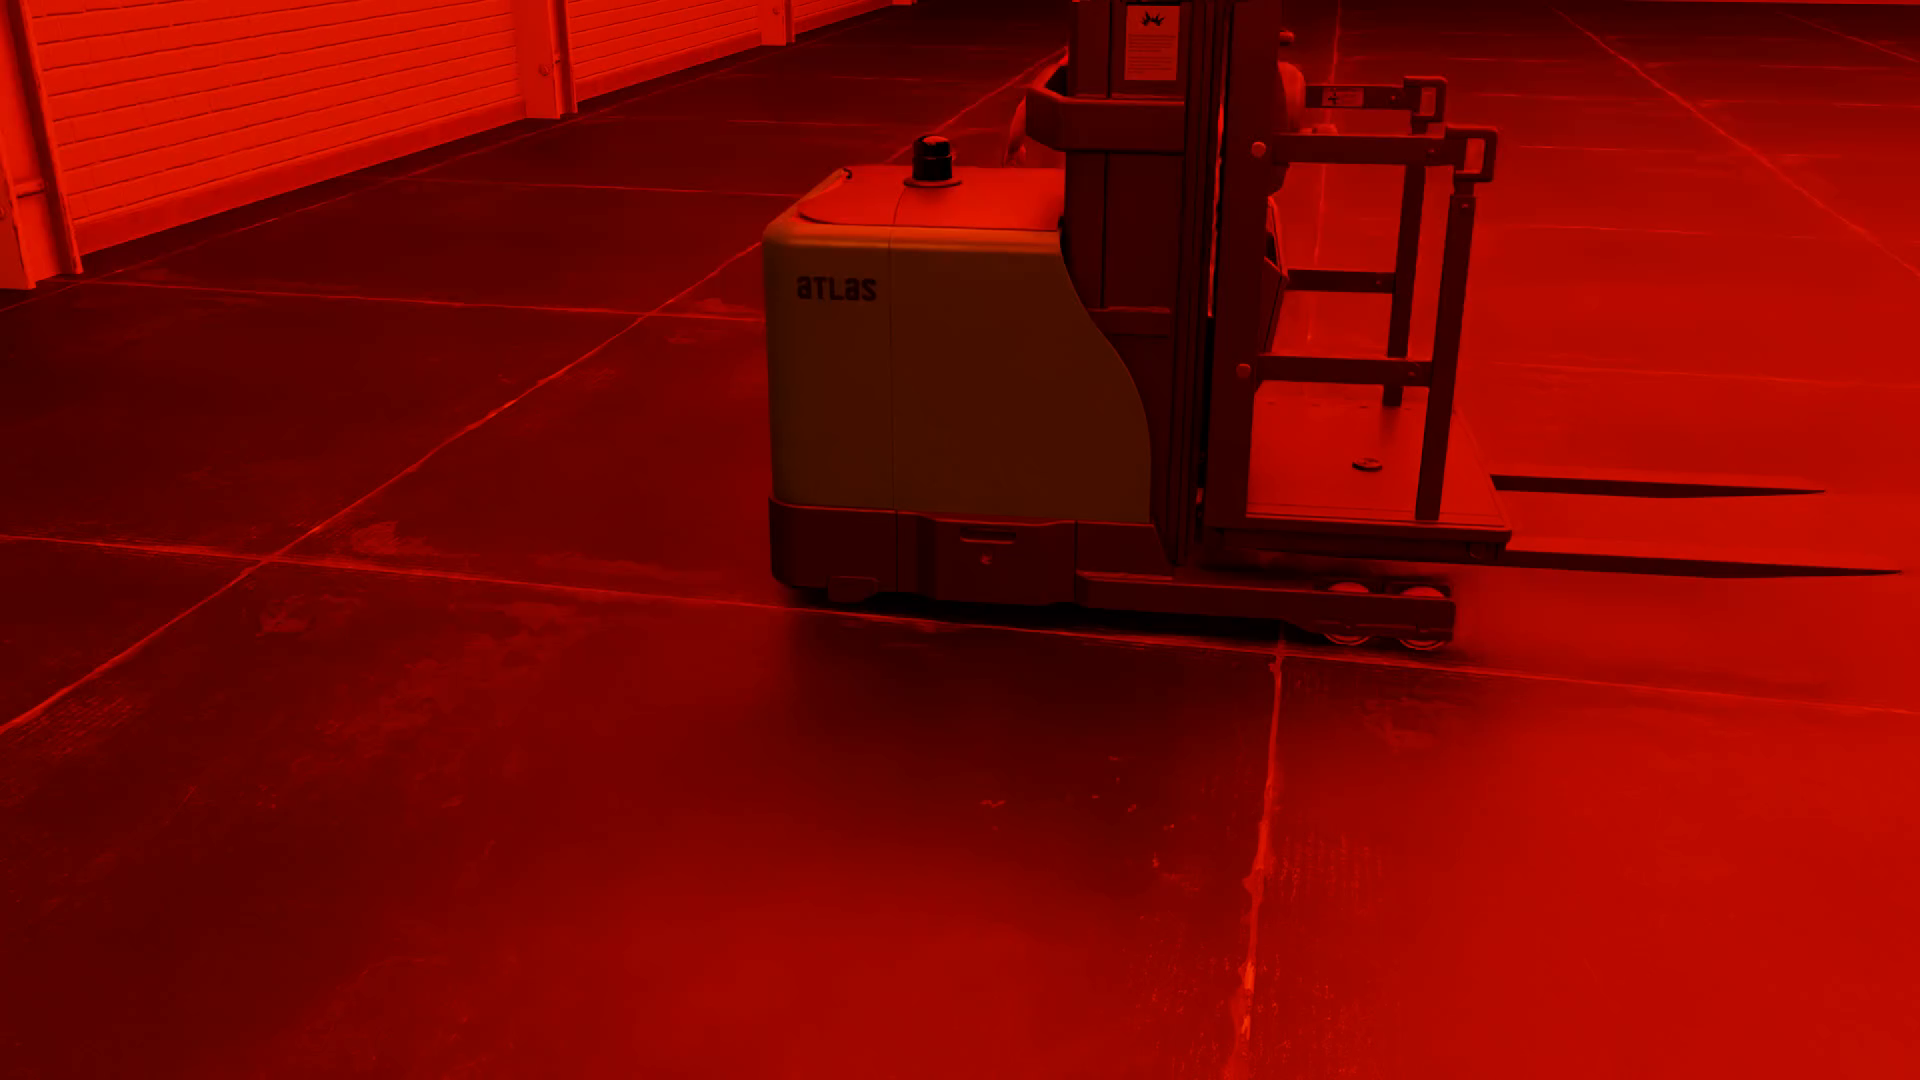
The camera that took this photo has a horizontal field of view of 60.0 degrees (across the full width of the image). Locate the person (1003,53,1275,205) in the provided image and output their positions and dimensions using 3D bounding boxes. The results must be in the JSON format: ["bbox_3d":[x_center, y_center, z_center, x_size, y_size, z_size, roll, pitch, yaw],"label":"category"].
[{"bbox_3d":[0.681,-1.315,6.435,1.003,1.629,0.503,-2,22,-5],"label":"person"}]

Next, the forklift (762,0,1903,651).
[{"bbox_3d":[1.026,-1.278,4.402,3.031,2.935,1.130,3,22,8],"label":"forklift"}]
